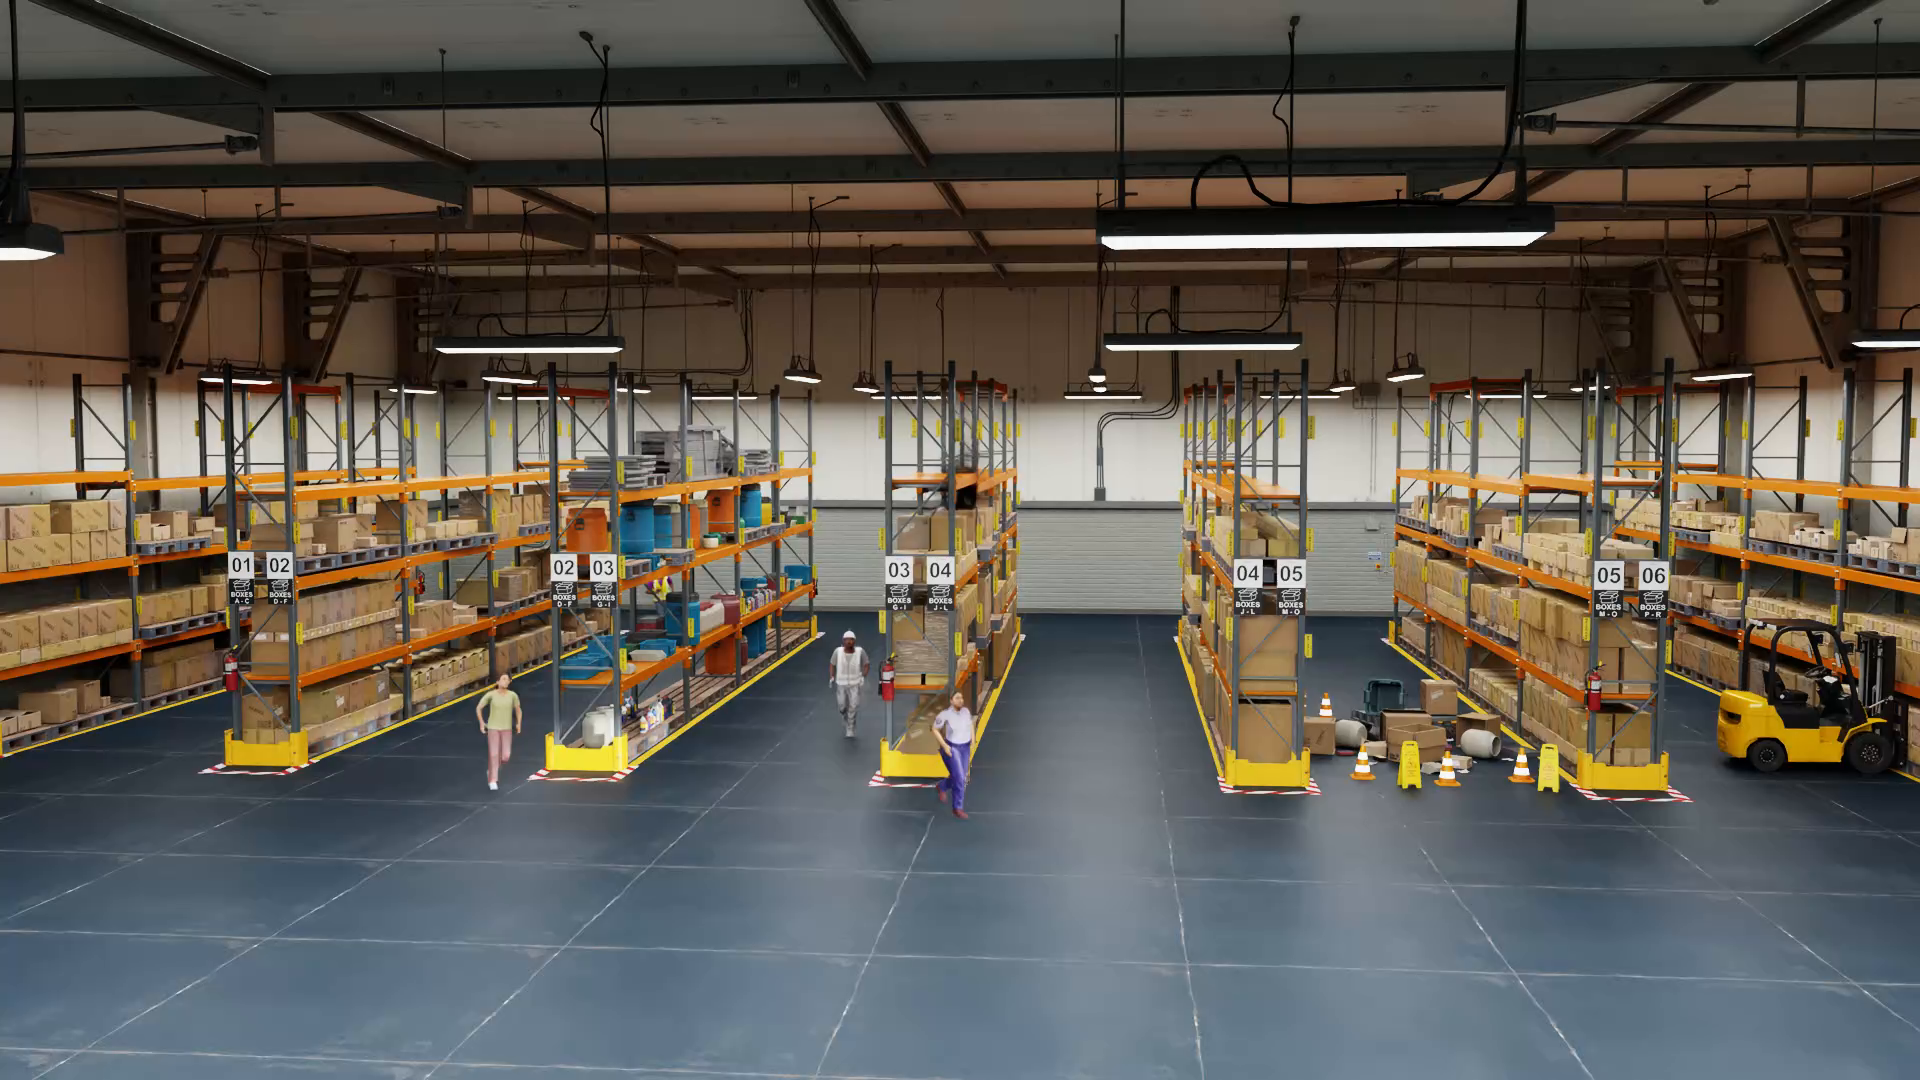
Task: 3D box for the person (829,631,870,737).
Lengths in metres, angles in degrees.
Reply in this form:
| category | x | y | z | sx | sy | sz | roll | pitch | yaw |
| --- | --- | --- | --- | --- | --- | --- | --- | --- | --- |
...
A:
| category | x | y | z | sx | sy | sz | roll | pitch | yaw |
| --- | --- | --- | --- | --- | --- | --- | --- | --- | --- |
| person | -1.803 | 2.340 | 27.235 | 0.668 | 1.728 | 0.639 | 0 | 4 | 0 |

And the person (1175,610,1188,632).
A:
| category | x | y | z | sx | sy | sz | roll | pitch | yaw |
| --- | --- | --- | --- | --- | --- | --- | --- | --- | --- |
| person | 5.653 | 1.519 | 40.810 | 0.863 | 1.539 | 0.590 | 2 | 4 | 29 |

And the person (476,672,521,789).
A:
| category | x | y | z | sx | sy | sz | roll | pitch | yaw |
| --- | --- | --- | --- | --- | --- | --- | --- | --- | --- |
| person | -6.481 | 2.666 | 23.430 | 0.625 | 1.612 | 0.553 | -2 | 4 | -25 |

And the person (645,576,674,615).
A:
| category | x | y | z | sx | sy | sz | roll | pitch | yaw |
| --- | --- | --- | --- | --- | --- | --- | --- | --- | --- |
| person | -7.264 | 1.500 | 40.231 | 0.700 | 1.819 | 0.759 | -1 | 4 | -16 |

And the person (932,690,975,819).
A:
| category | x | y | z | sx | sy | sz | roll | pitch | yaw |
| --- | --- | --- | --- | --- | --- | --- | --- | --- | --- |
| person | -0.099 | 2.782 | 21.727 | 0.609 | 1.644 | 0.751 | -3 | 5 | -38 |
